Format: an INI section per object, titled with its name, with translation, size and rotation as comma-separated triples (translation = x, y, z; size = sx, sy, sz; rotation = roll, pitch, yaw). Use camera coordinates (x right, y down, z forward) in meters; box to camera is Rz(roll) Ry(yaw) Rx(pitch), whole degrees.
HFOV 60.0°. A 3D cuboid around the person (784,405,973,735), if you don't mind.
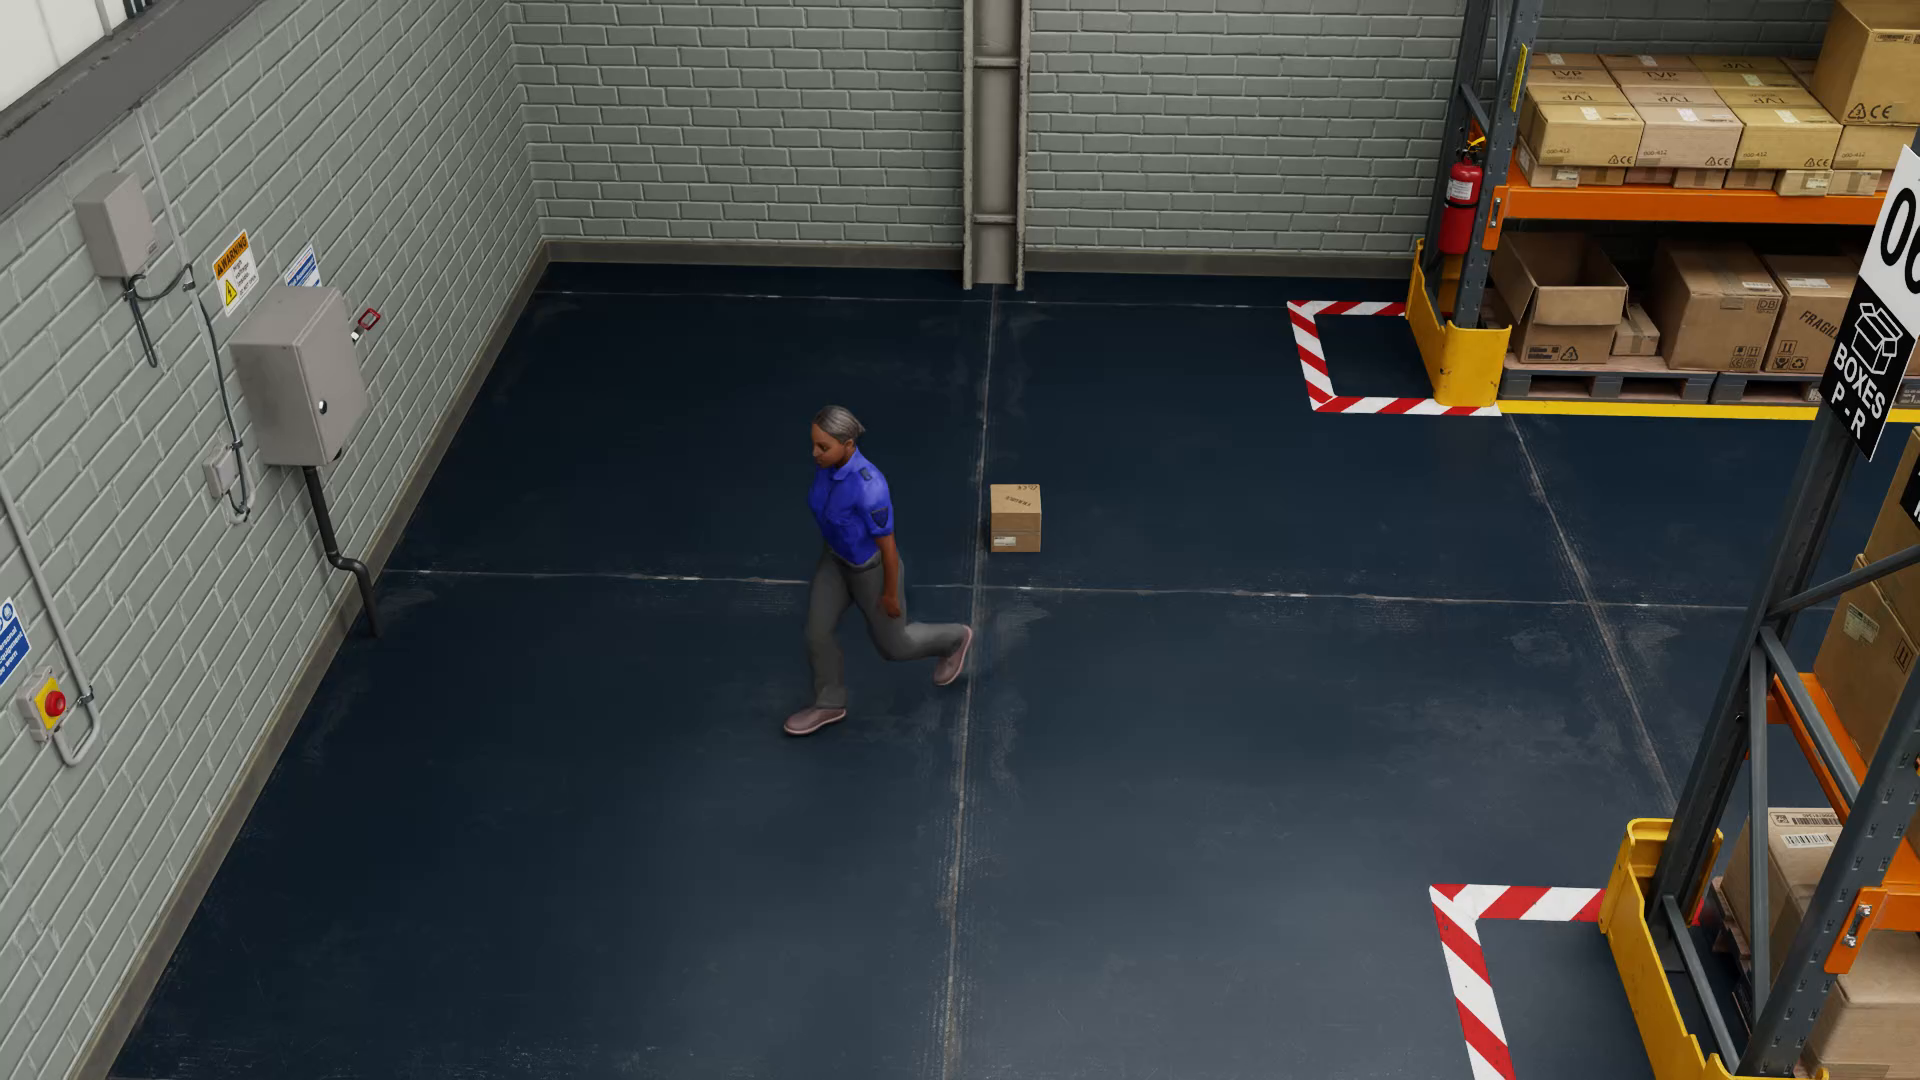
[person]
translation = -0.349, 0.090, 6.996
size = 0.903, 1.607, 0.454
rotation = -25, 43, -30
